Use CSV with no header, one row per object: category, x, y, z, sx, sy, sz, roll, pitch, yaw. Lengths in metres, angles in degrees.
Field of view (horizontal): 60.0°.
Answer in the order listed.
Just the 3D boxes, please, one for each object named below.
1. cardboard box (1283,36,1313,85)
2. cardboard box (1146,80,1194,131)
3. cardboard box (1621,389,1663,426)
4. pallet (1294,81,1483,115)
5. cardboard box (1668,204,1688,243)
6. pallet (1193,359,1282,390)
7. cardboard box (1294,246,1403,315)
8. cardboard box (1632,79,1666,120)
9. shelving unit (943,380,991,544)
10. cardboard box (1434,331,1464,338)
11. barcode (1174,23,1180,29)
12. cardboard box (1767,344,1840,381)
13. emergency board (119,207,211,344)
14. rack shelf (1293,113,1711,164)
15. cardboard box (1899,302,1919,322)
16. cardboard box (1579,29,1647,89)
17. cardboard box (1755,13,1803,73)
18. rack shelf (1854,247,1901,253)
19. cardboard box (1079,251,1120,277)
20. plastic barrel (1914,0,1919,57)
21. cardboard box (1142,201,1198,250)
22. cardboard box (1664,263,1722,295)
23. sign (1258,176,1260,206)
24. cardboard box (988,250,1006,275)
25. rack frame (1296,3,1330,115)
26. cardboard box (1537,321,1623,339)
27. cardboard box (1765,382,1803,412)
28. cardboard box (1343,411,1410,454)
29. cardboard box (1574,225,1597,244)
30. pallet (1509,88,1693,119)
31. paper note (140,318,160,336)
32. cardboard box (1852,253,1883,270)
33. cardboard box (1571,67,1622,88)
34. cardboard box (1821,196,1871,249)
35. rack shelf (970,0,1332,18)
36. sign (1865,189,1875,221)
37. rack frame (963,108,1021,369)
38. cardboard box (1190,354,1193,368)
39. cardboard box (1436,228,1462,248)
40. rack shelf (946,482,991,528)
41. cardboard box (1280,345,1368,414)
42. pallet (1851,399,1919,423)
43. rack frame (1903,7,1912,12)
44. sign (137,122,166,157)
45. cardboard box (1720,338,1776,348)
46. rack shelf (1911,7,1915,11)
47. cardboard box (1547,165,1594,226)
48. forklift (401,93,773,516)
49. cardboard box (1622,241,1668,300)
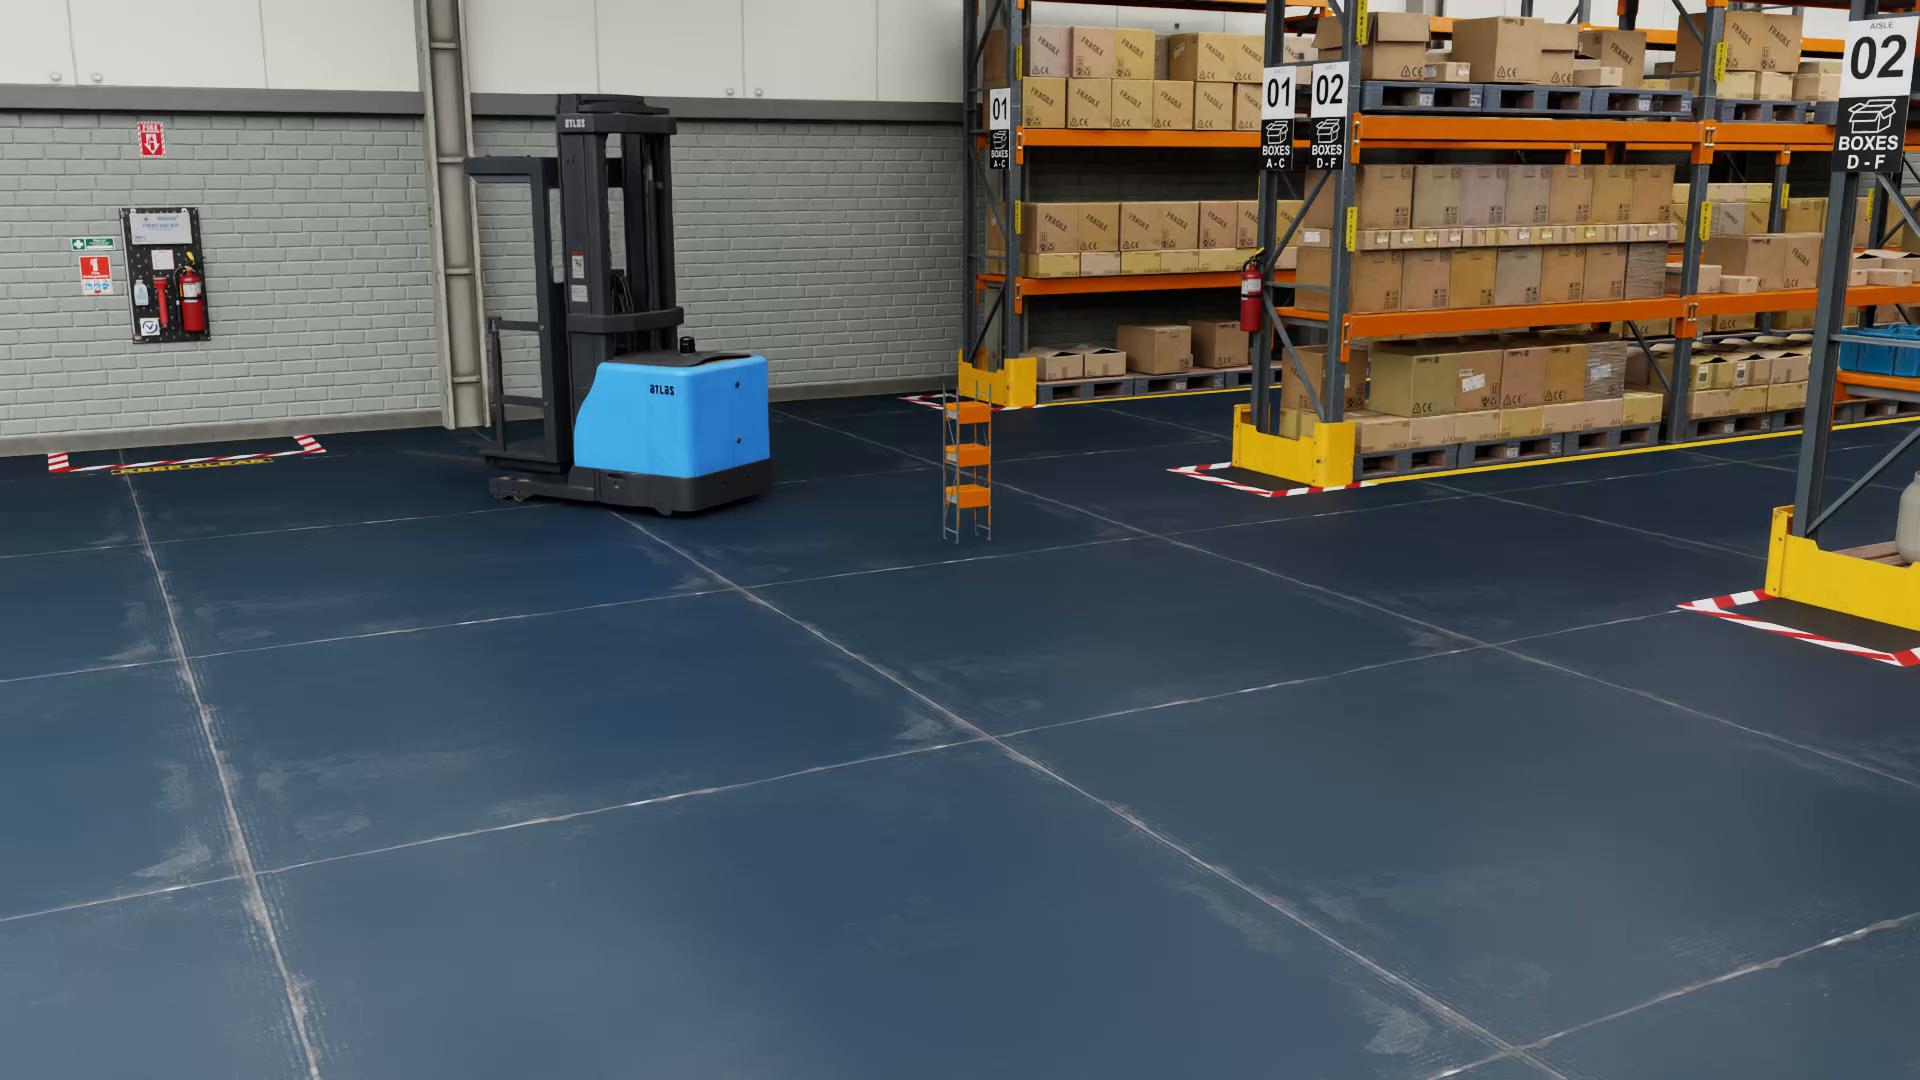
cardboard box,3.524,-5.279,18.351,0.500,0.500,0.500,-8,15,-33
cardboard box,2.138,-4.628,17.735,0.500,0.500,0.500,-6,14,-24
cardboard box,5.908,-1.192,14.882,0.500,0.250,0.500,-7,14,-28
pallet,3.332,-3.489,13.149,1.213,0.211,1.003,-7,14,-28
cardboard box,9.247,-4.162,21.820,0.500,0.500,0.500,-6,14,-26
pallet,3.261,-1.936,19.232,1.213,0.211,1.003,-7,14,-28
cardboard box,3.115,-2.094,13.356,0.500,0.500,0.700,-7,14,-28
cardboard box,8.674,-5.705,21.567,0.500,0.500,0.700,-6,14,-25
shelving unit,0.047,-0.518,11.019,0.252,1.050,0.215,-7,14,-28
cardboard box,5.807,-2.615,20.587,0.500,0.500,0.700,-7,14,-28
barcode,2.407,-5.701,18.450,0.075,0.075,0.001,-7,14,-28
cardboard box,8.041,-1.714,15.923,0.500,0.311,0.500,-6,14,-26
emergency board,-6.931,-2.310,14.541,0.643,1.169,0.194,-7,14,-28
rack shelf,4.455,-3.322,13.844,4.000,0.370,1.077,-7,14,-28
cardboard box,13.800,-3.529,24.695,0.500,0.500,0.700,-7,14,-28
cardboard box,5.642,-4.203,14.618,0.500,0.500,0.500,-6,14,-23
cardboard box,7.259,-4.502,15.129,0.500,0.500,0.500,-5,14,-22
rack shelf,12.611,-4.075,24.023,4.000,0.370,1.077,-7,14,-28
cardboard box,1.352,-2.937,17.625,0.500,0.250,0.500,-7,15,-30
plastic barrel,5.435,-2.997,8.830,0.708,0.830,0.600,-7,14,-28
cardboard box,2.228,-3.408,18.008,0.500,0.500,0.500,-6,14,-26
cardboard box,6.621,-2.407,15.314,0.500,0.250,0.500,-6,14,-24
sign,2.452,-2.785,13.478,0.005,0.325,0.100,-7,14,-28
cardboard box,0.640,-2.976,17.799,0.500,0.250,0.500,-7,14,-27
rack frame,3.833,-6.301,18.611,0.127,3.000,1.000,-7,14,-28
cardboard box,8.053,-3.003,21.561,0.750,0.750,0.750,-7,14,-29
cardboard box,7.586,-1.386,15.744,0.500,0.250,0.500,-7,15,-30
cardboard box,3.277,-0.876,13.476,0.500,0.250,0.500,-7,14,-28
cardboard box,5.180,-2.608,14.163,0.250,0.149,0.380,-7,14,-28
pallet,5.474,-3.745,14.289,1.213,0.211,1.003,-7,14,-28
paper note,-7.120,-1.875,14.614,0.142,0.148,0.016,-7,14,-28
cardboard box,8.843,-2.740,16.657,0.500,0.311,0.500,-7,14,-29
cardboard box,5.282,-3.854,13.868,0.250,0.149,0.380,-7,14,-28
cardboard box,12.617,-4.570,23.901,0.700,0.700,0.980,-8,15,-31
rack shelf,2.078,-5.738,17.756,4.000,0.370,1.077,-7,14,-28
sign,9.453,-3.470,17.241,0.005,0.325,0.100,-7,14,-28
rack frame,0.322,-2.953,17.400,0.127,3.000,1.000,-7,14,-28
cardboard box,2.420,-2.033,18.804,0.250,0.149,0.380,-8,15,-32
cardboard box,3.820,-2.444,13.434,0.250,0.149,0.380,-7,14,-29
rack shelf,0.047,-0.236,11.082,0.240,0.259,0.215,-7,14,-28
cardboard box,3.027,-1.342,13.839,0.500,0.500,0.500,-7,14,-28
pallet,8.980,-1.401,16.854,1.213,0.211,1.003,-7,14,-28
rack frame,9.721,-5.767,16.241,0.127,3.000,1.000,-7,14,-28
sign,-6.986,-3.459,14.368,0.199,0.298,0.001,-7,14,-28
cardboard box,7.764,-1.815,16.370,0.500,0.311,0.500,-7,14,-29
rack shelf,11.477,-5.432,17.299,4.000,0.370,1.077,-7,14,-28
cardboard box,4.941,-2.948,14.193,0.500,0.500,0.700,-7,14,-28
forklift,-2.949,-1.811,12.481,3.031,2.935,1.130,7,14,28
cardboard box,5.824,-2.421,14.806,0.500,0.500,0.700,-7,15,-29
